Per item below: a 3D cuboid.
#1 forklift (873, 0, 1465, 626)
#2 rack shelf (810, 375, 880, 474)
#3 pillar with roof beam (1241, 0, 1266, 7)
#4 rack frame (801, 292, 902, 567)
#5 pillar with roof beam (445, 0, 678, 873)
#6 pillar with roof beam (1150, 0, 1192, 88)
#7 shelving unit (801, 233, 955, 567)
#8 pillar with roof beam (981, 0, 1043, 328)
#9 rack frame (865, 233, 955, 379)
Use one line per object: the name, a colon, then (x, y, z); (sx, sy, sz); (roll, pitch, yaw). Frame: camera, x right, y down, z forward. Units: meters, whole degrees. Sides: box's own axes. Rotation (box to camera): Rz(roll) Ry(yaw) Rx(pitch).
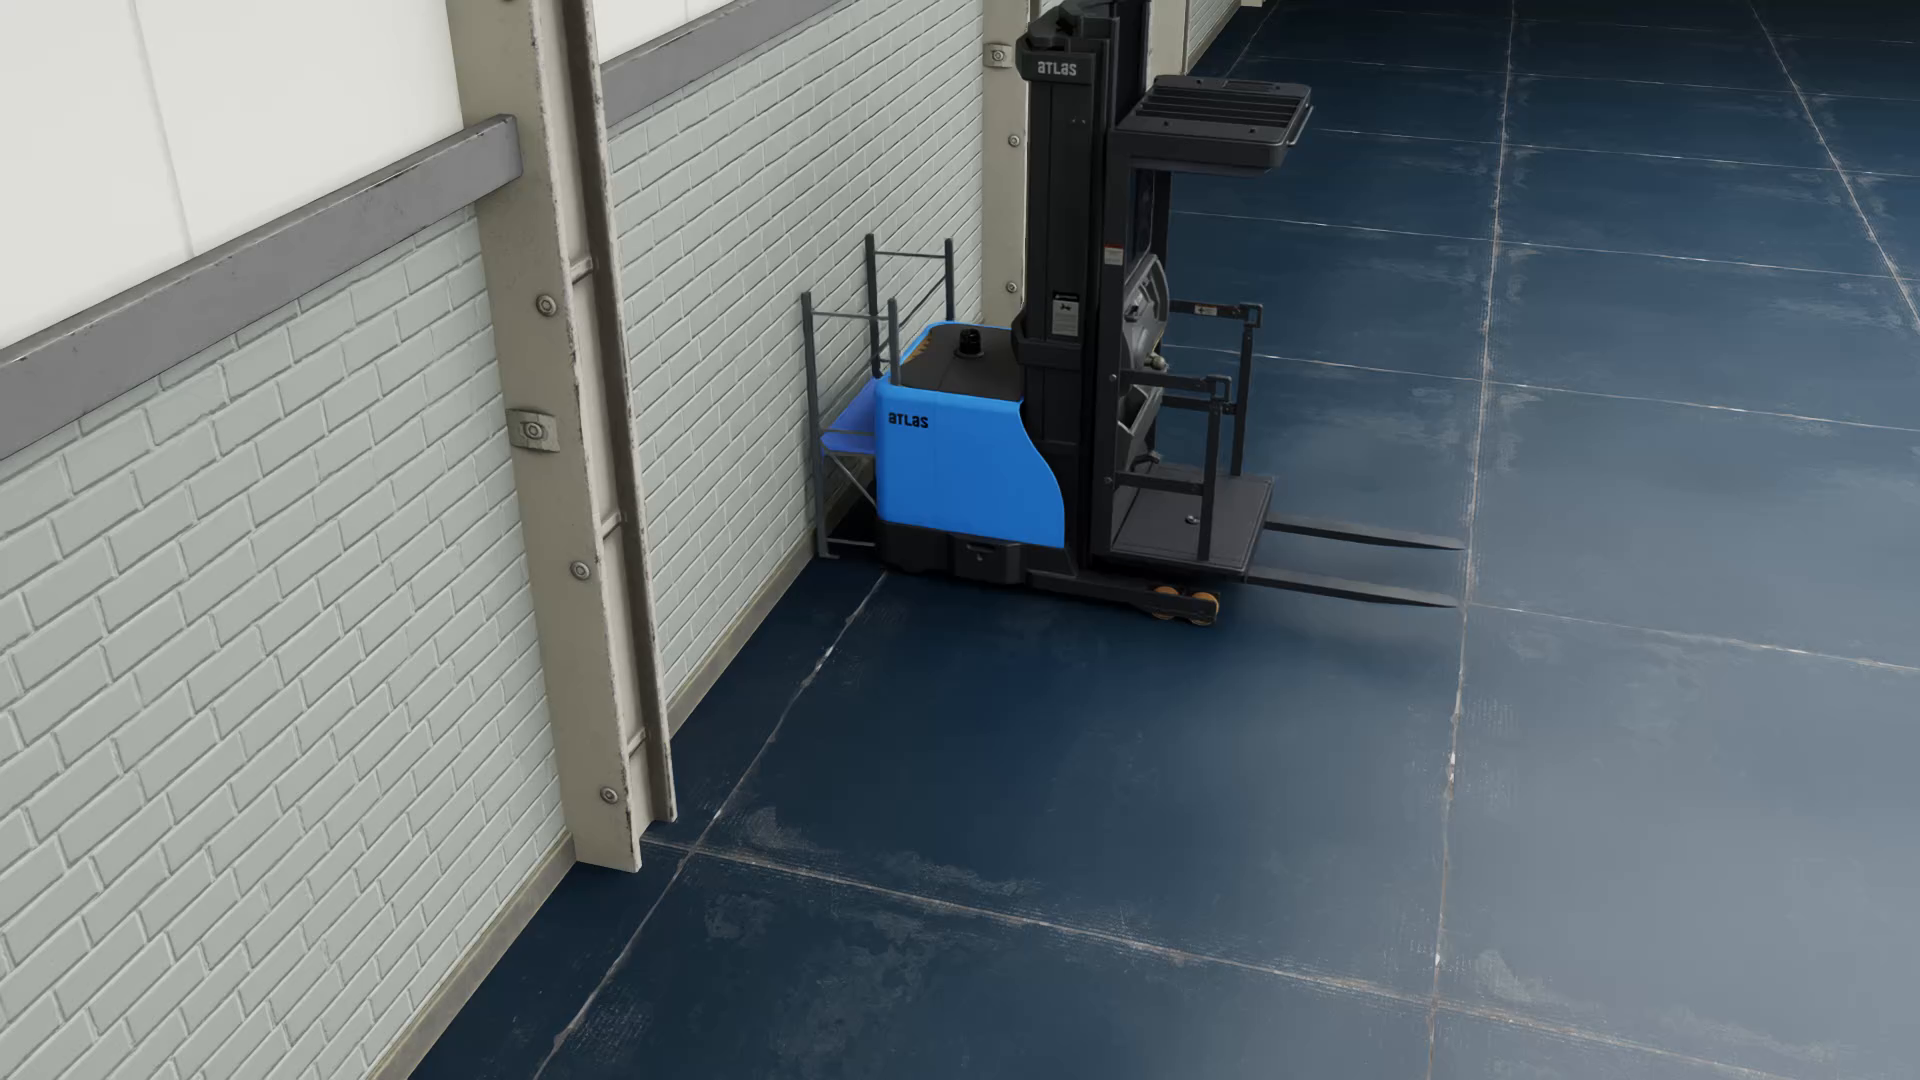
forklift: (1.117, -1.135, 8.276); (3.031, 2.935, 1.130); (9, 30, 15)
rack shelf: (-0.398, -0.622, 9.173); (0.538, 0.185, 1.000); (6, 28, 14)
pillar with roof beam: (7.985, -10.435, 18.751); (9.100, 9.000, 0.400); (8, 30, 15)
rack frame: (-0.539, -0.554, 8.657); (0.500, 1.500, 0.032); (6, 28, 14)
pillar with roof beam: (2.701, -2.070, 3.714); (9.100, 9.000, 0.400); (8, 30, 15)
pillar with roof beam: (6.224, -7.646, 13.739); (9.100, 9.000, 0.400); (8, 30, 15)
shelving unit: (-0.402, -0.782, 9.090); (0.538, 1.500, 1.048); (6, 28, 14)
pillar with roof beam: (4.463, -4.858, 8.726); (9.100, 9.000, 0.400); (8, 30, 15)
rack frame: (-0.265, -1.009, 9.523); (0.500, 1.500, 0.032); (6, 28, 14)
